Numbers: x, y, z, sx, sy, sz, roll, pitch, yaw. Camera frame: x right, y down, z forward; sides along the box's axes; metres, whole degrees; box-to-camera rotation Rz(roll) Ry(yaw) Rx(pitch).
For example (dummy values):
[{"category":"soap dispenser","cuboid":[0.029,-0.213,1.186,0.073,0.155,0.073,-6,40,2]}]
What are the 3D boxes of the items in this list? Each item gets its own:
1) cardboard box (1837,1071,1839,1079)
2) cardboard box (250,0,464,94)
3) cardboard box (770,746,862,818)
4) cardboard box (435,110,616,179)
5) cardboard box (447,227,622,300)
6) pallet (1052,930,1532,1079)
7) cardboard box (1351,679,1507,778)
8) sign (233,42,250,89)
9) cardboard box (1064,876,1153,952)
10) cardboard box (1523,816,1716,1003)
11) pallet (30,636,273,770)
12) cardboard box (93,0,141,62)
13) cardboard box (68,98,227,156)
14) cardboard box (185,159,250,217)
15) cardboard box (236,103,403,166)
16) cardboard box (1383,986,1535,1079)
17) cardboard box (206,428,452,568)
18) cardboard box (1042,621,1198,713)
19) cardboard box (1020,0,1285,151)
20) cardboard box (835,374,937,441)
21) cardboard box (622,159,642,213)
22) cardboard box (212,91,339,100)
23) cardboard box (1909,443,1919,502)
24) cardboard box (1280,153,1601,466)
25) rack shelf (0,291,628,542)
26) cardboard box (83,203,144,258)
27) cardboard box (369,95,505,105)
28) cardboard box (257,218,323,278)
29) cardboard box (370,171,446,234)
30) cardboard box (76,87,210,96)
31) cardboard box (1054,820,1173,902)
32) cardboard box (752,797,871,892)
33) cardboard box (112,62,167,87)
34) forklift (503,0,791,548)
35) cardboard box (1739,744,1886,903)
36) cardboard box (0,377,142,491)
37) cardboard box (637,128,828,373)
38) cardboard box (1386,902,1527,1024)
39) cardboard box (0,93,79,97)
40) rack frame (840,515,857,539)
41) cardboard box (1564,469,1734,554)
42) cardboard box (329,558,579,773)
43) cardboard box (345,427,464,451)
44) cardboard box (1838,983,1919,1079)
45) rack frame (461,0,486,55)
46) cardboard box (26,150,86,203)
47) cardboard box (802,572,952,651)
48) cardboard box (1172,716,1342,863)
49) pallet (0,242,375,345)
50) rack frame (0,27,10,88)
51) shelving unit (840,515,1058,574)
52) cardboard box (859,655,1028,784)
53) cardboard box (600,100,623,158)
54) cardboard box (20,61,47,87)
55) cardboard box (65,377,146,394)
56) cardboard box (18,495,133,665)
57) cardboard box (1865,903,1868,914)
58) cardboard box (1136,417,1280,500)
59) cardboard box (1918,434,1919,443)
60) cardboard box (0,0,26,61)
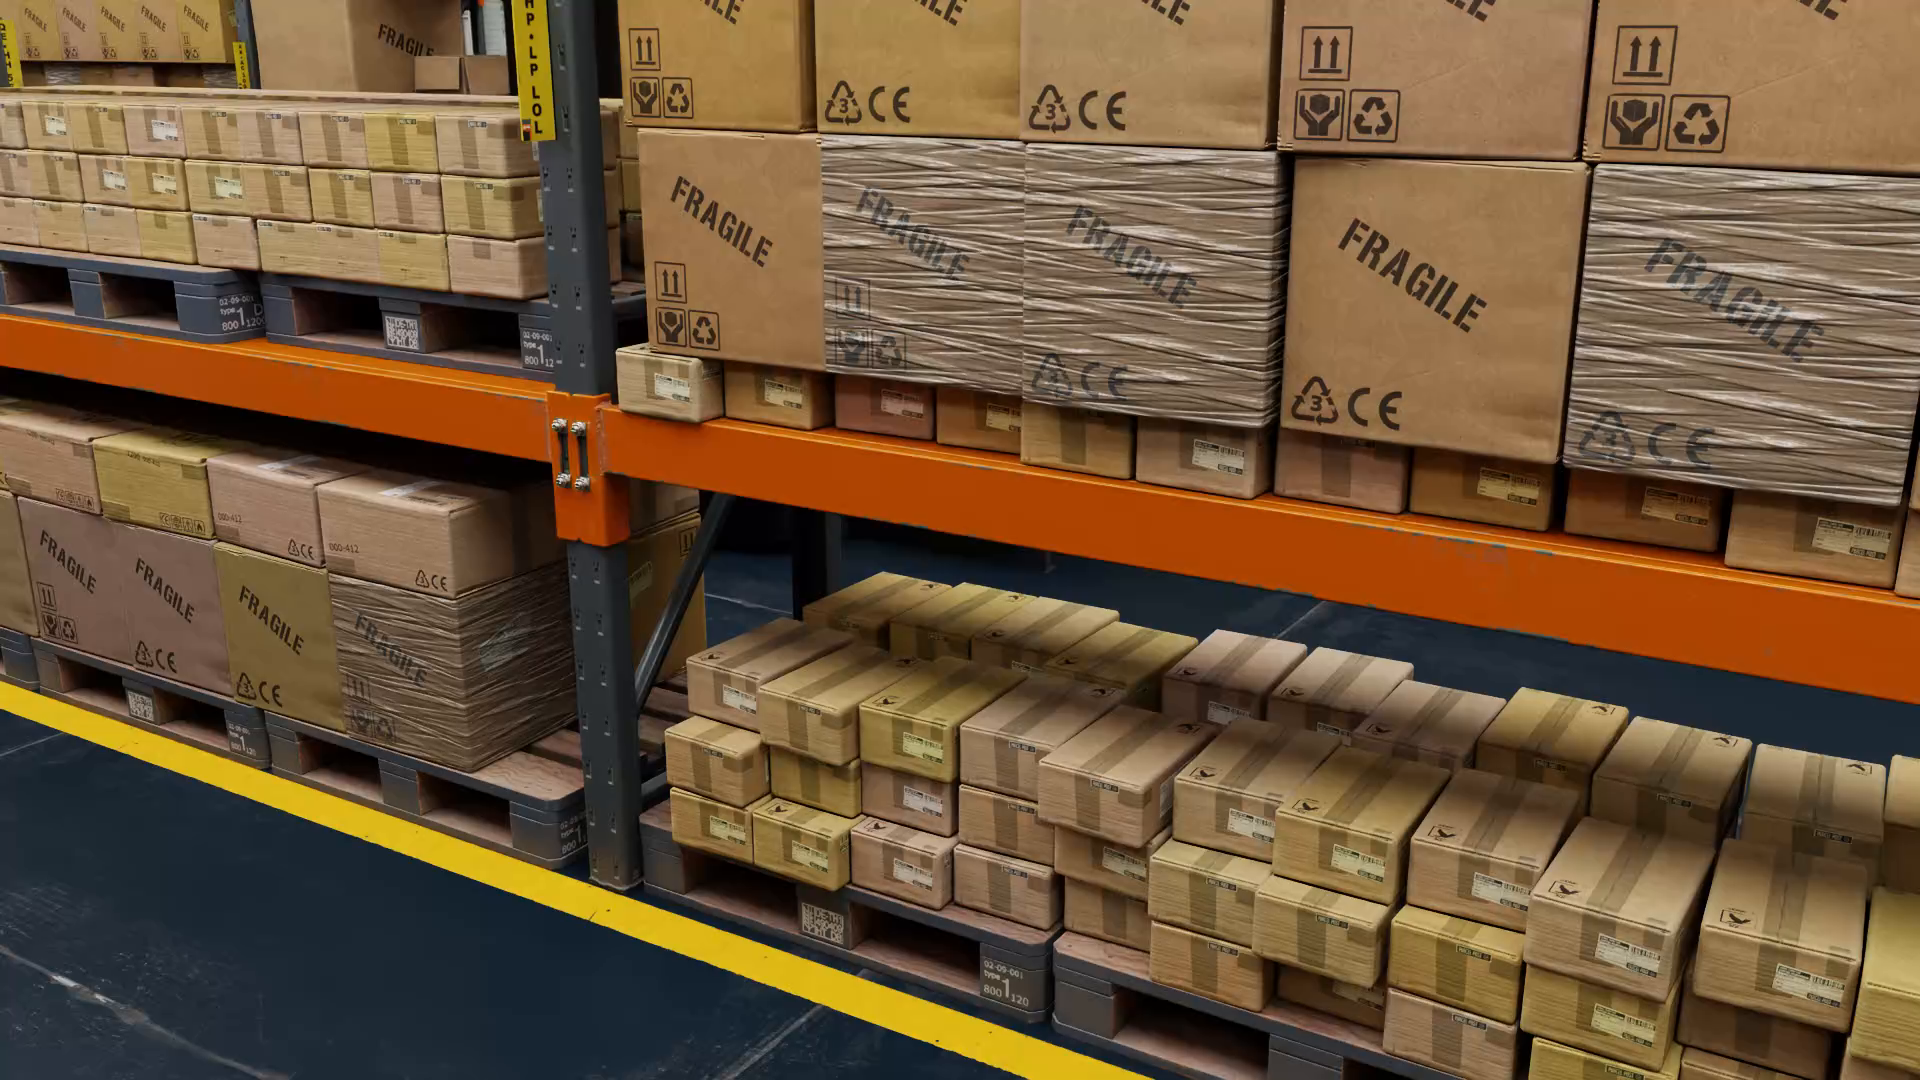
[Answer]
[{"category":"cardboard box","cuboid":[1.734,1.025,3.027,0.250,0.149,0.380,10,20,30]},{"category":"cardboard box","cuboid":[-4.196,-3.405,11.674,1.000,1.000,1.000,10,20,30]},{"category":"cardboard box","cuboid":[-0.260,0.529,4.149,0.250,0.149,0.380,10,20,30]},{"category":"cardboard box","cuboid":[-1.109,-1.020,4.265,0.250,0.149,0.380,11,20,33]},{"category":"cardboard box","cuboid":[-1.106,-0.734,4.348,0.250,0.149,0.380,10,19,29]},{"category":"pallet","cuboid":[0.970,0.971,3.822,1.213,0.211,1.003,10,20,30]},{"category":"cardboard box","cuboid":[1.079,0.471,3.829,0.250,0.149,0.380,10,20,30]},{"category":"sign","cuboid":[-5.077,-3.351,11.762,0.005,0.325,0.100,10,20,30]},{"category":"cardboard box","cuboid":[0.433,0.780,3.836,0.250,0.149,0.380,9,19,28]},{"category":"cardboard box","cuboid":[1.244,0.684,3.126,0.250,0.149,0.380,11,20,32]},{"category":"pallet","cuboid":[-2.372,0.389,5.739,1.213,0.211,1.003,10,20,30]},{"category":"cardboard box","cuboid":[-6.179,-3.893,12.632,0.500,0.500,0.500,10,20,30]},{"category":"cardboard box","cuboid":[-2.449,-1.259,5.052,0.250,0.149,0.380,10,19,29]},{"category":"cardboard box","cuboid":[-1.998,-1.036,4.827,0.250,0.149,0.380,9,19,27]},{"category":"cardboard box","cuboid":[-1.781,-1.141,4.662,0.250,0.149,0.380,10,20,30]},{"category":"cardboard box","cuboid":[1.044,0.921,3.370,0.250,0.149,0.380,11,20,31]},{"category":"cardboard box","cuboid":[-1.862,-0.138,4.963,0.500,0.250,0.500,11,20,33]},{"category":"cardboard box","cuboid":[0.410,0.350,4.228,0.250,0.149,0.380,11,20,32]},{"category":"cardboard box","cuboid":[0.455,-1.022,3.182,0.500,0.500,0.500,10,20,31]},{"category":"cardboard box","cuboid":[-0.081,-0.349,3.803,0.250,0.149,0.380,9,19,28]},{"category":"cardboard box","cuboid":[-0.759,-1.039,4.839,0.250,0.149,0.380,10,20,31]},{"category":"cardboard box","cuboid":[-2.315,-1.458,5.706,0.250,0.149,0.380,11,20,33]},{"category":"cardboard box","cuboid":[1.907,-0.132,3.088,0.250,0.149,0.380,11,20,33]},{"category":"cardboard box","cuboid":[0.934,-0.461,3.055,0.500,0.500,0.500,11,20,33]},{"category":"rack shelf","cuboid":[-2.369,-0.602,5.441,4.000,0.370,1.077,10,20,30]},{"category":"cardboard box","cuboid":[-2.445,-0.972,5.131,0.250,0.149,0.380,9,19,28]},{"category":"cardboard box","cuboid":[-1.647,-1.339,5.316,0.250,0.149,0.380,10,20,30]},{"category":"cardboard box","cuboid":[-1.753,-0.850,4.729,0.250,0.149,0.380,9,19,27]},{"category":"cardboard box","cuboid":[-1.332,-0.917,4.436,0.250,0.149,0.380,10,20,30]},{"category":"cardboard box","cuboid":[-2.979,-1.576,6.096,0.250,0.149,0.380,11,20,32]},{"category":"cardboard box","cuboid":[0.417,0.647,3.762,0.250,0.149,0.380,11,20,33]},{"category":"cardboard box","cuboid":[-0.296,0.696,4.110,0.250,0.149,0.380,11,20,32]},{"category":"cardboard box","cuboid":[-6.037,-3.482,12.999,0.500,0.500,0.875,10,20,30]},{"category":"forklift","cuboid":[-1.855,-1.648,7.762,3.031,2.935,1.130,8,19,25]},{"category":"cardboard box","cuboid":[1.775,0.581,3.465,0.250,0.149,0.380,9,19,27]},{"category":"cardboard box","cuboid":[-3.180,-0.372,5.734,0.500,0.250,0.500,10,19,29]},{"category":"cardboard box","cuboid":[-0.374,-0.695,3.823,0.500,0.500,0.500,10,19,29]},{"category":"cardboard box","cuboid":[1.044,0.780,3.324,0.250,0.149,0.380,11,20,33]},{"category":"cardboard box","cuboid":[-3.118,-1.379,5.445,0.250,0.149,0.380,9,19,28]},{"category":"rack frame","cuboid":[-0.408,-0.609,7.451,0.032,1.125,0.500,10,19,29]},{"category":"cardboard box","cuboid":[1.267,-0.111,3.018,0.250,0.149,0.380,9,19,28]},{"category":"cardboard box","cuboid":[-1.427,0.303,4.802,0.500,0.500,0.500,10,19,29]},{"category":"cardboard box","cuboid":[-1.611,-0.264,5.378,0.500,0.250,0.500,11,20,32]},{"category":"cardboard box","cuboid":[1.701,0.899,2.932,0.250,0.149,0.380,9,19,28]},{"category":"rack frame","cuboid":[-5.616,-4.907,18.375,0.127,3.000,1.000,10,20,30]},{"category":"cardboard box","cuboid":[-2.668,-1.155,5.220,0.250,0.149,0.380,10,20,30]},{"category":"cardboard box","cuboid":[-0.225,0.226,4.636,0.250,0.149,0.380,11,20,32]},{"category":"cardboard box","cuboid":[0.649,0.537,3.612,0.250,0.149,0.380,9,19,28]},{"category":"pallet","cuboid":[-2.365,-0.868,5.408,1.213,0.211,1.003,10,20,30]},{"category":"rack frame","cuboid":[-4.073,-1.251,6.338,0.127,3.000,1.000,10,20,30]},{"category":"shelving unit","cuboid":[0.031,-0.535,7.206,1.048,1.125,0.538,10,19,29]},{"category":"cardboard box","cuboid":[-0.034,0.423,3.987,0.250,0.149,0.380,10,19,29]},{"category":"cardboard box","cuboid":[-1.000,-1.222,4.931,0.250,0.149,0.380,11,20,32]},{"category":"cardboard box","cuboid":[-7.265,-3.734,13.829,0.500,0.500,0.875,10,20,30]},{"category":"cardboard box","cuboid":[-2.917,-0.501,6.158,0.500,0.250,0.500,10,20,31]},{"category":"cardboard box","cuboid":[-2.734,0.068,5.576,0.500,0.500,0.500,10,19,29]},{"category":"cardboard box","cuboid":[1.811,0.707,3.564,0.250,0.149,0.380,11,20,32]},{"category":"cardboard box","cuboid":[0.553,-0.210,3.343,0.250,0.149,0.380,11,20,32]},{"category":"cardboard box","cuboid":[2.037,-0.436,2.971,0.500,0.500,0.500,10,20,30]},{"category":"cardboard box","cuboid":[-7.460,-4.120,13.380,0.500,0.500,0.500,10,20,30]}]
